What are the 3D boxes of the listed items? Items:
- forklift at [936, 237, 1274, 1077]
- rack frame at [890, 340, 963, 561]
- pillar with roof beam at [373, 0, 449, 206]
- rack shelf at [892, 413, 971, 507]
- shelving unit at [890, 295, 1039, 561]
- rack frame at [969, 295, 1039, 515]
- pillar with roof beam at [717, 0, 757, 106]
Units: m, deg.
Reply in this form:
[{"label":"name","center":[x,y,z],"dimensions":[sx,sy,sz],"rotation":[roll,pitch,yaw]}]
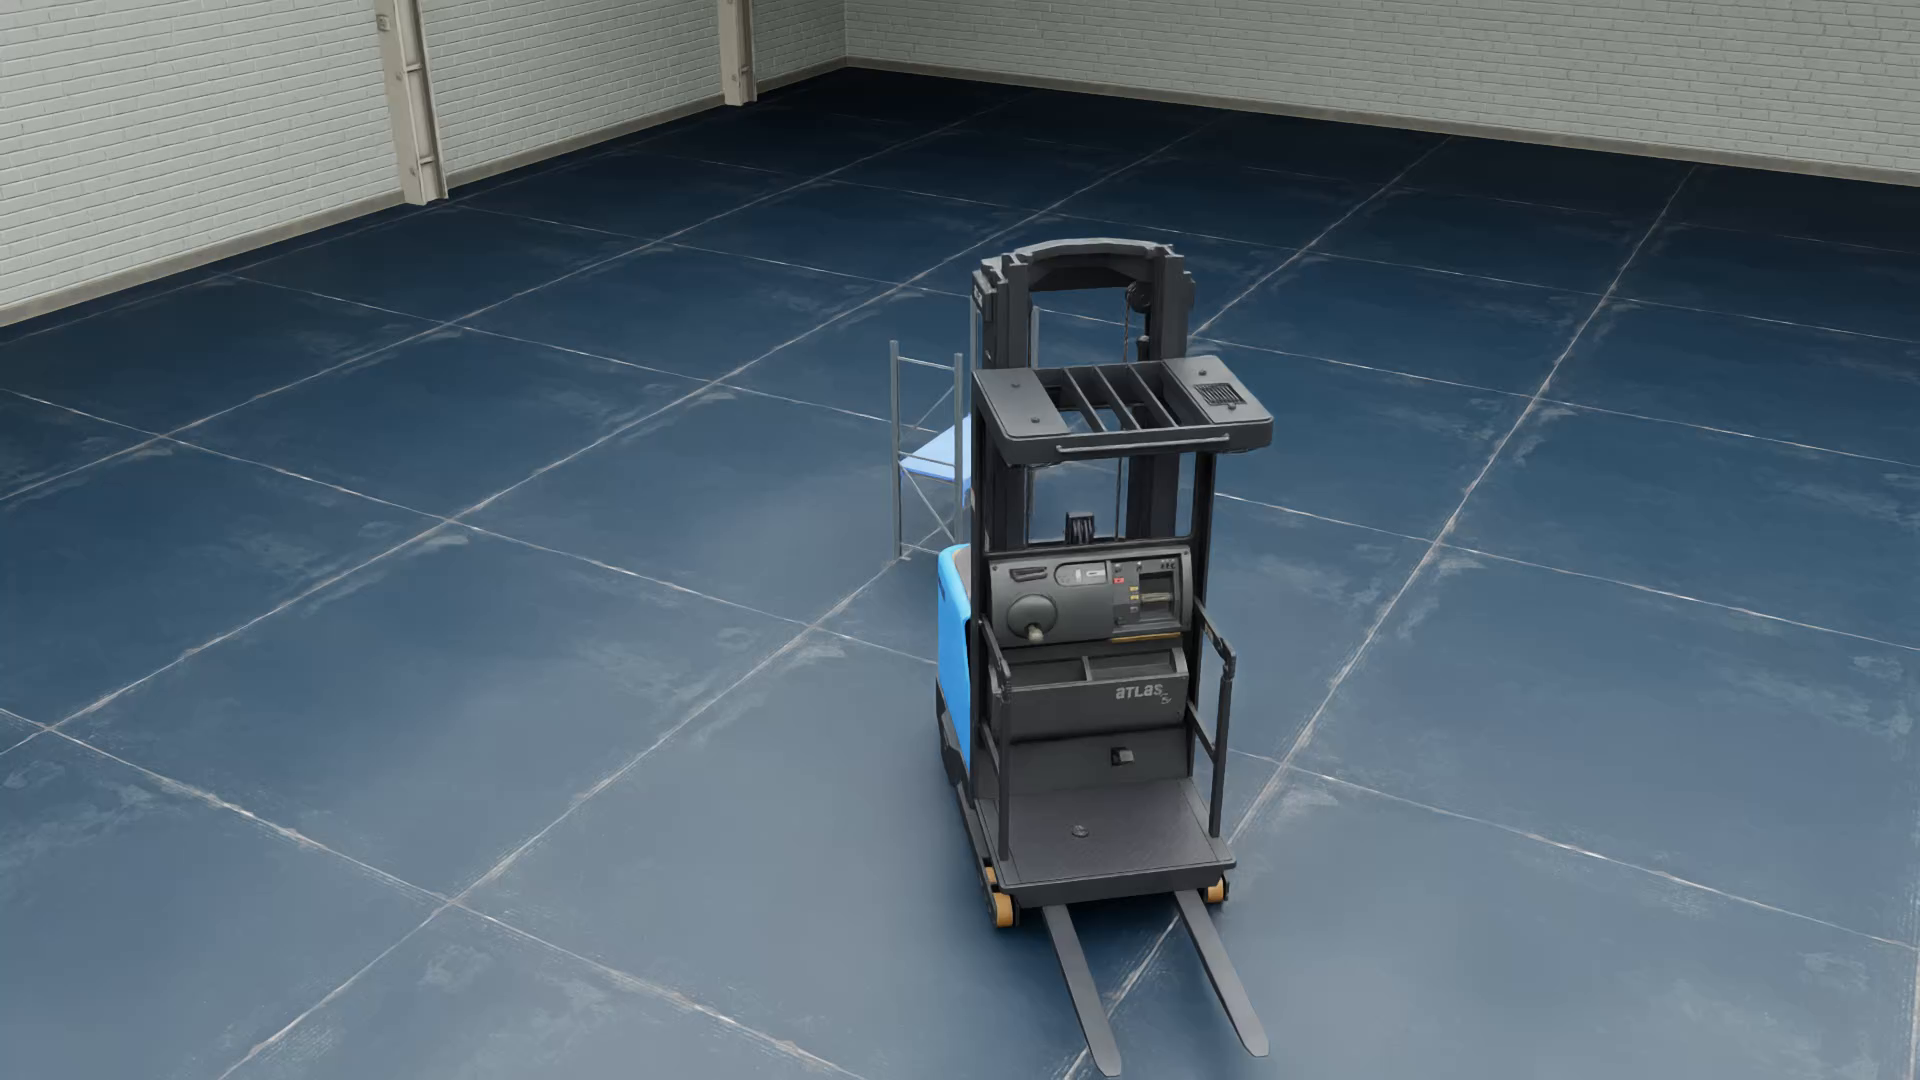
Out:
[{"label":"forklift","center":[0.634,0.290,7.317],"dimensions":[1.130,2.935,3.031],"rotation":[-5,27,-9]},{"label":"rack frame","center":[-0.208,-0.506,10.505],"dimensions":[0.500,1.500,0.032],"rotation":[14,30,26]},{"label":"pillar with roof beam","center":[-2.315,-6.940,14.981],"dimensions":[9.100,9.000,0.400],"rotation":[14,30,26]},{"label":"rack shelf","center":[0.042,-0.543,10.981],"dimensions":[0.538,0.185,1.000],"rotation":[14,30,26]},{"label":"shelving unit","center":[0.042,-0.704,10.901],"dimensions":[0.538,1.500,1.048],"rotation":[14,30,26]},{"label":"rack frame","center":[0.292,-0.902,11.296],"dimensions":[0.500,1.500,0.032],"rotation":[14,30,26]},{"label":"pillar with roof beam","center":[0.637,-9.278,19.652],"dimensions":[9.100,9.000,0.400],"rotation":[14,30,26]}]
